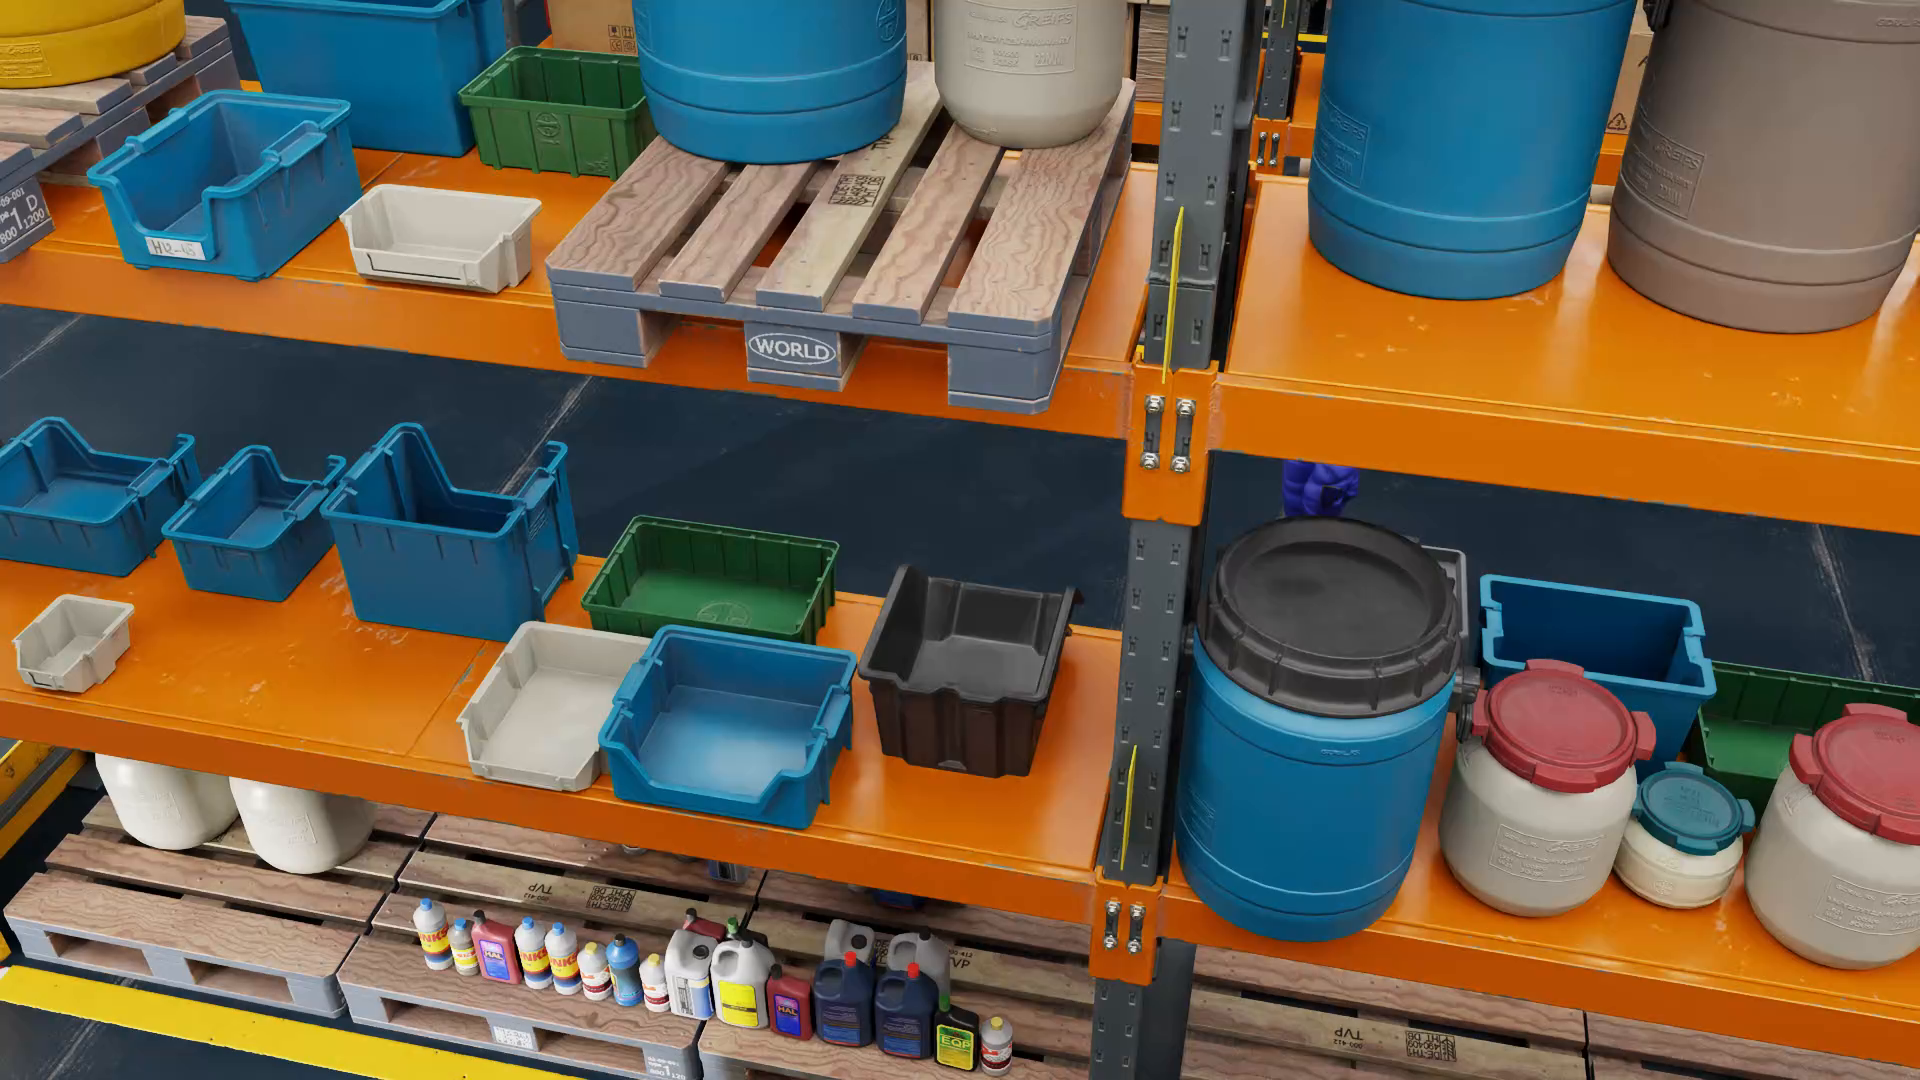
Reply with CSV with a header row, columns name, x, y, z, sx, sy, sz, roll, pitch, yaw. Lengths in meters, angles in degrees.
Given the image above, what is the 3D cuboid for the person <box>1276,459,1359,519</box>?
name,x,y,z,sx,sy,sz,roll,pitch,yaw
person,1.296,0.054,6.081,0.346,1.656,0.530,6,37,8
